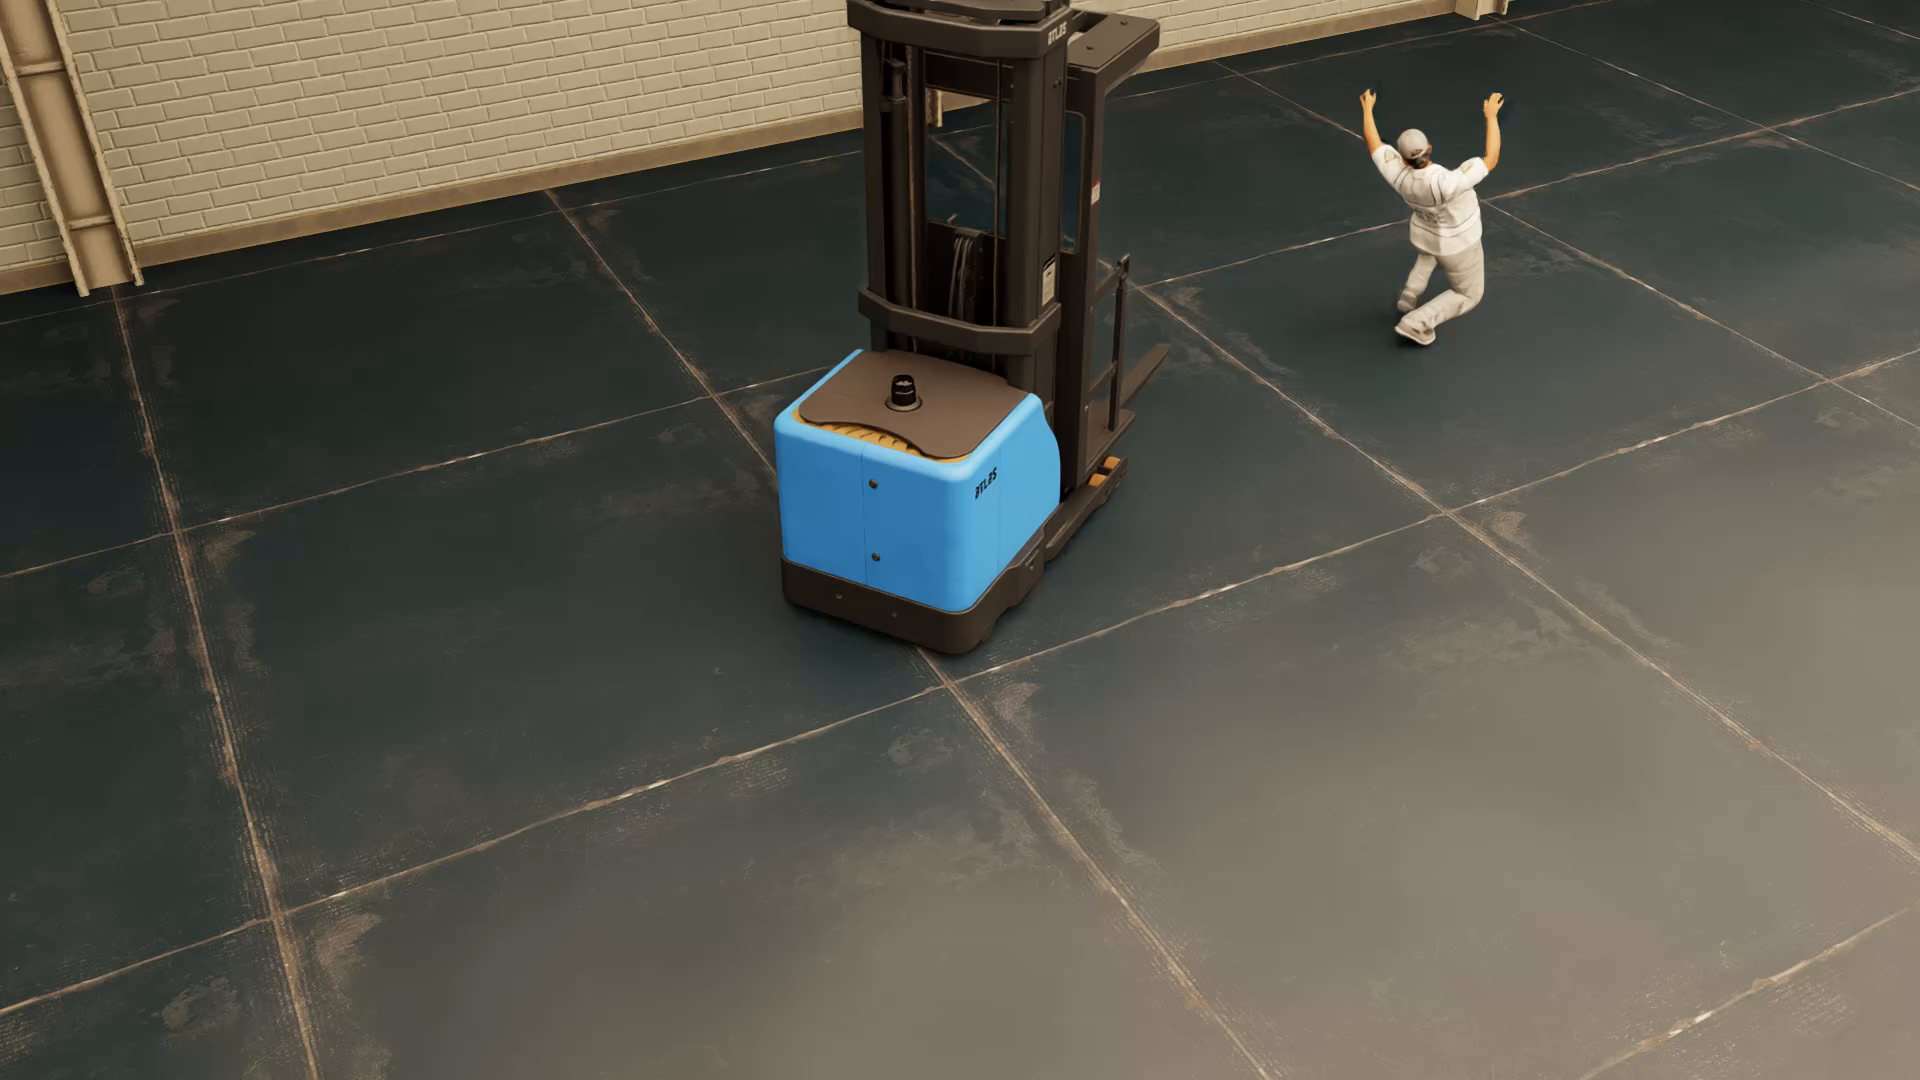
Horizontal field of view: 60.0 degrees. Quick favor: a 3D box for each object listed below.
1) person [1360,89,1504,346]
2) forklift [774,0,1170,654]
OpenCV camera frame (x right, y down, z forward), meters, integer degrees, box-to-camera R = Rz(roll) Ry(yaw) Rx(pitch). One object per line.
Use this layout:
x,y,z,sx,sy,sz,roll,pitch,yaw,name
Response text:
2.835,-2.032,10.213,0.770,1.583,0.996,-20,40,-25,person
0.258,-1.496,8.239,1.130,2.935,3.031,17,39,22,forklift
